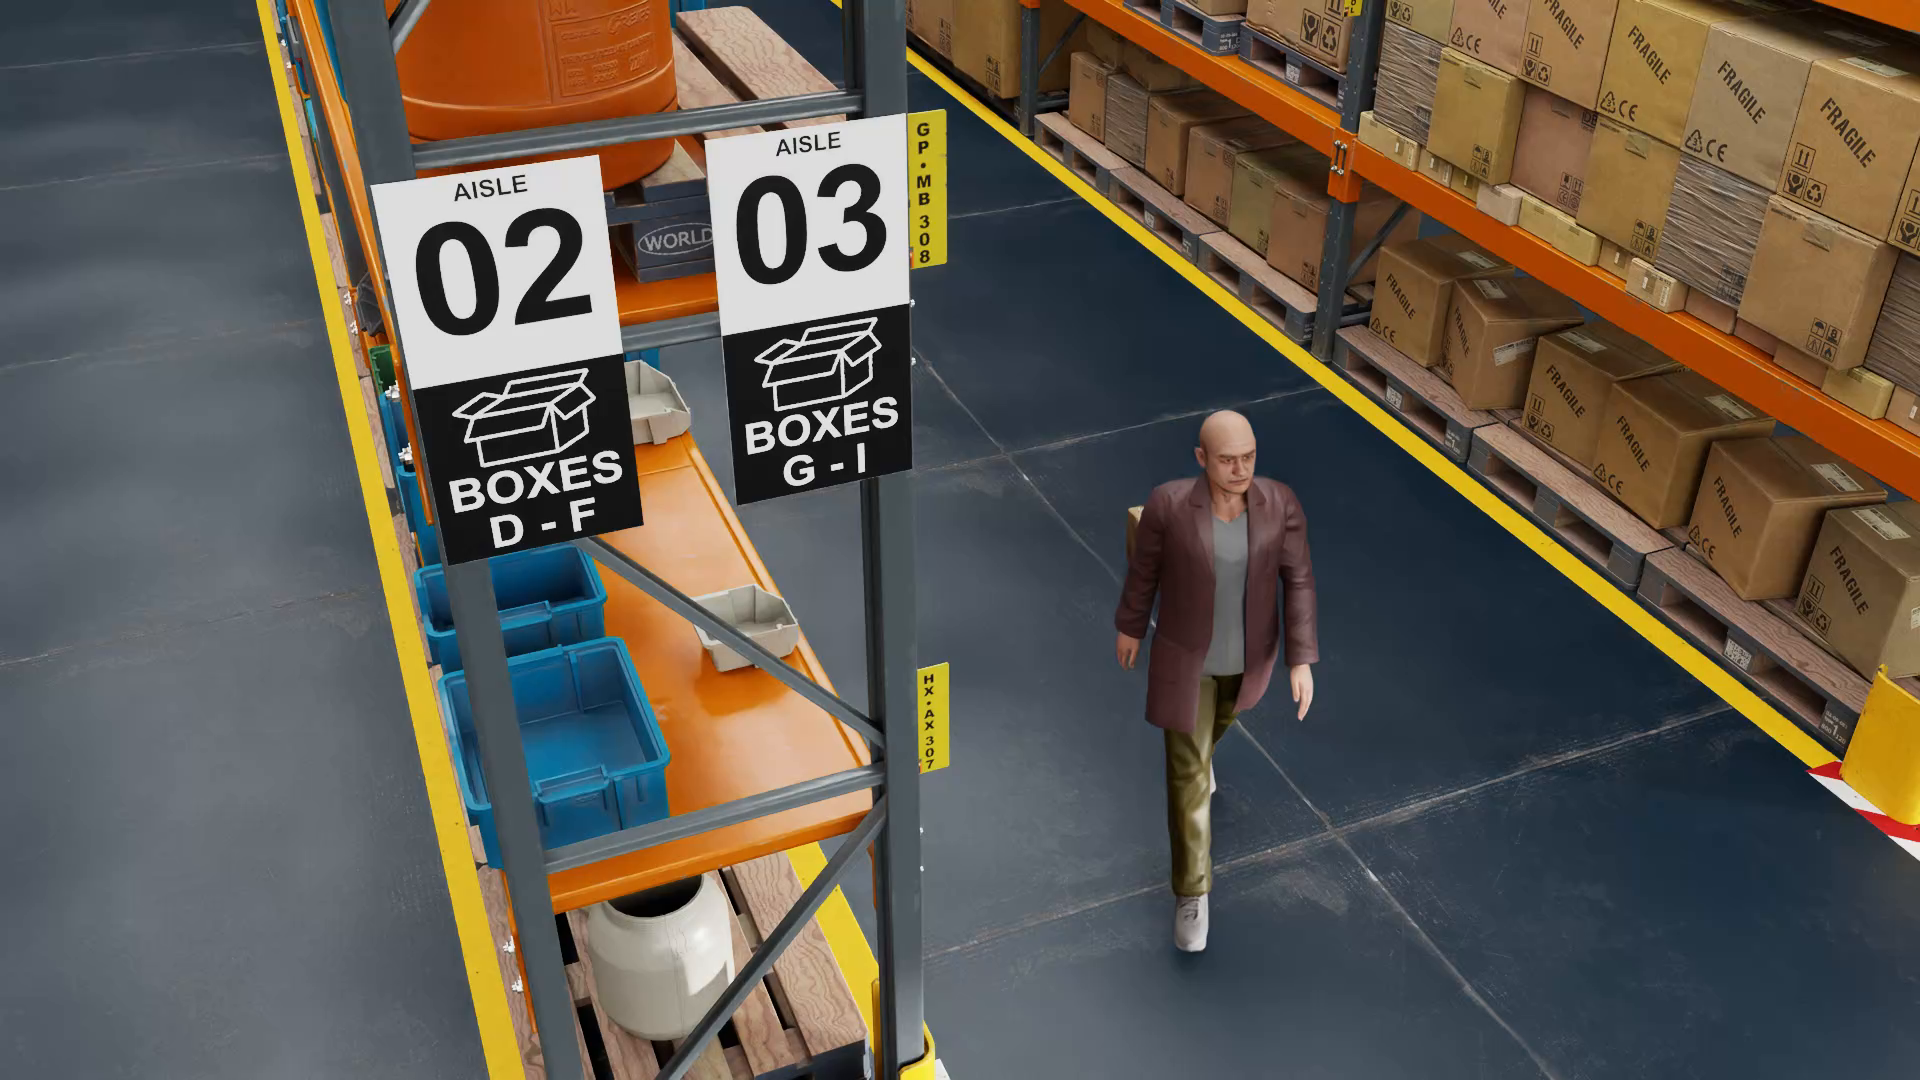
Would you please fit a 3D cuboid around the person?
[{"bbox_3d":[0.867,0.381,5.553,0.613,1.712,1.148,-5,33,-7],"label":"person"}]
